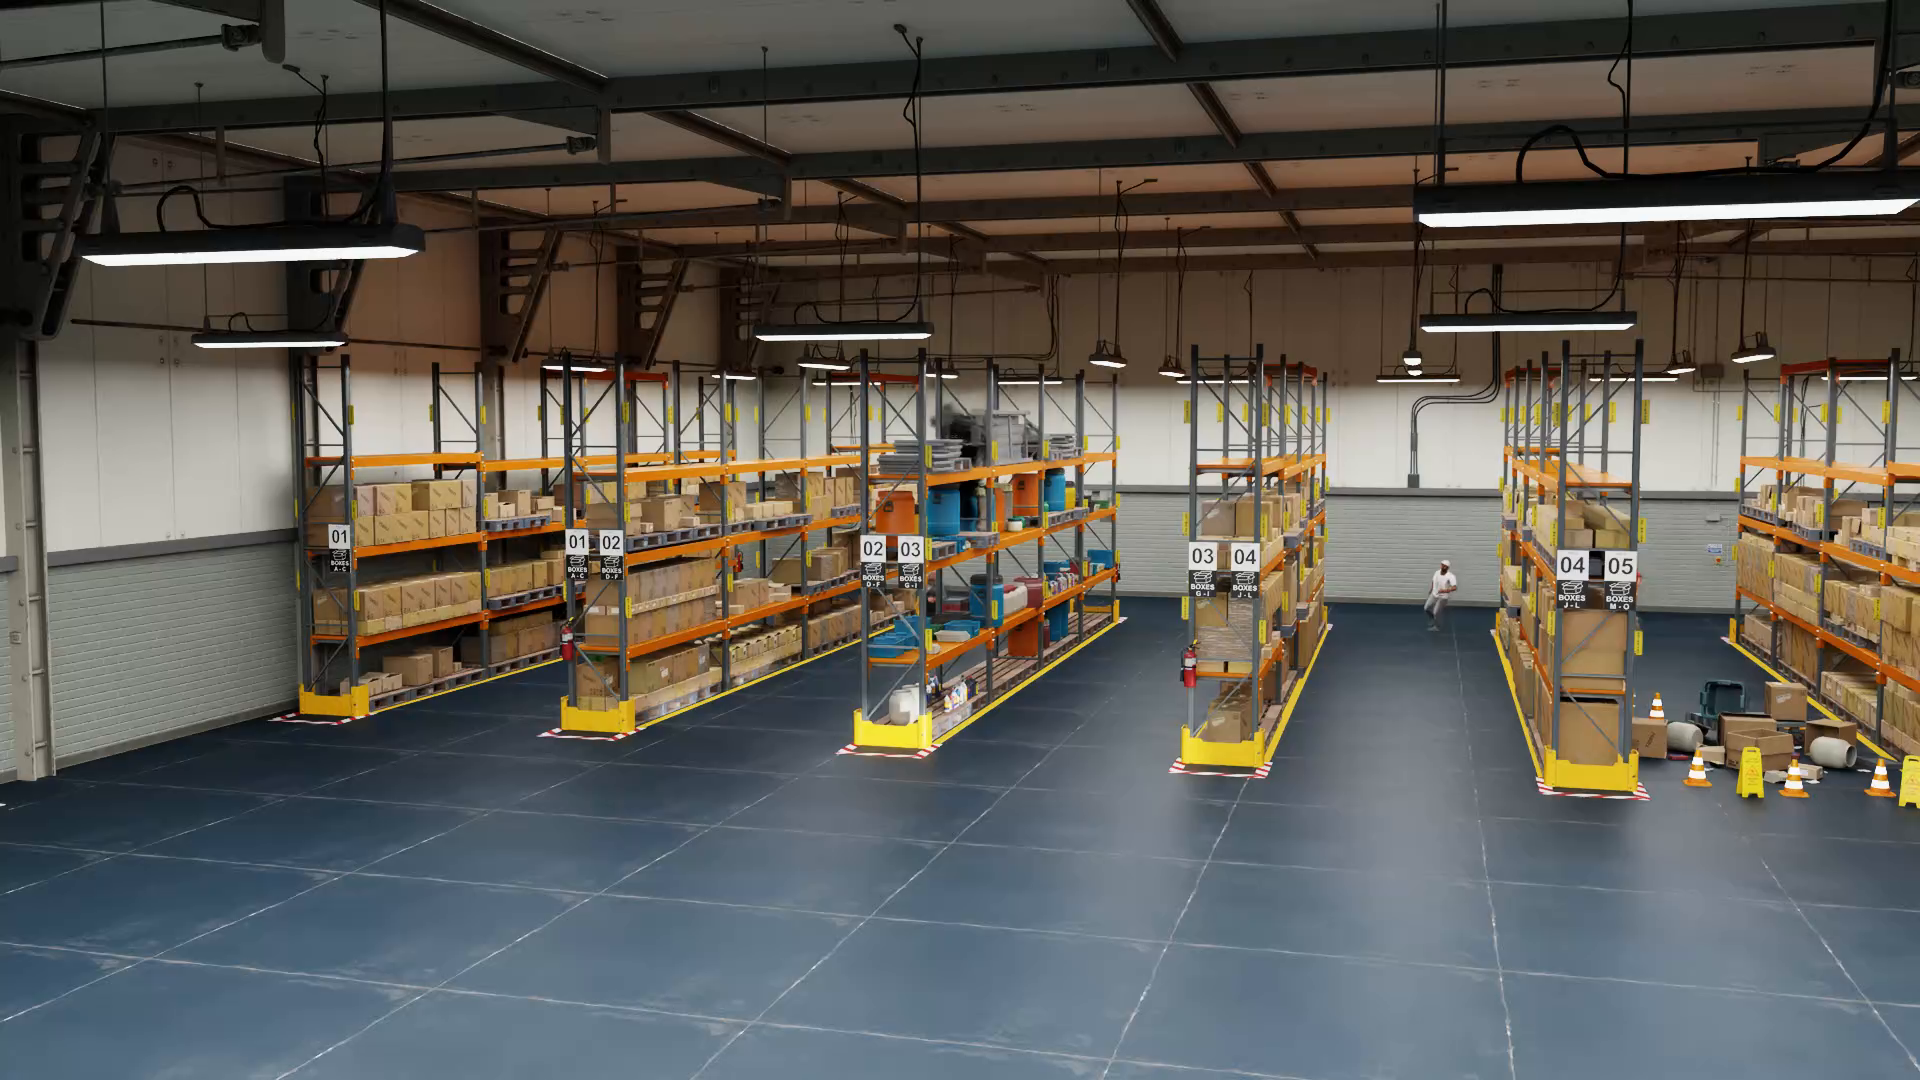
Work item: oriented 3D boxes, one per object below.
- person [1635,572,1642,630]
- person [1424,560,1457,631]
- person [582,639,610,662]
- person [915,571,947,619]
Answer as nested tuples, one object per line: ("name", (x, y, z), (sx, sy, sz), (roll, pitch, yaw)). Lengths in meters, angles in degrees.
("person", (15.397, 1.281, 38.398), (0.661, 1.727, 0.697), (1, 4, 16))
("person", (11.055, 1.290, 38.331), (0.526, 1.683, 0.762), (-3, 5, -34))
("person", (-6.459, 1.893, 29.975), (0.657, 1.743, 0.605), (0, 4, 4))
("person", (-0.577, 1.449, 32.146), (0.657, 1.700, 0.822), (1, 4, 12))
